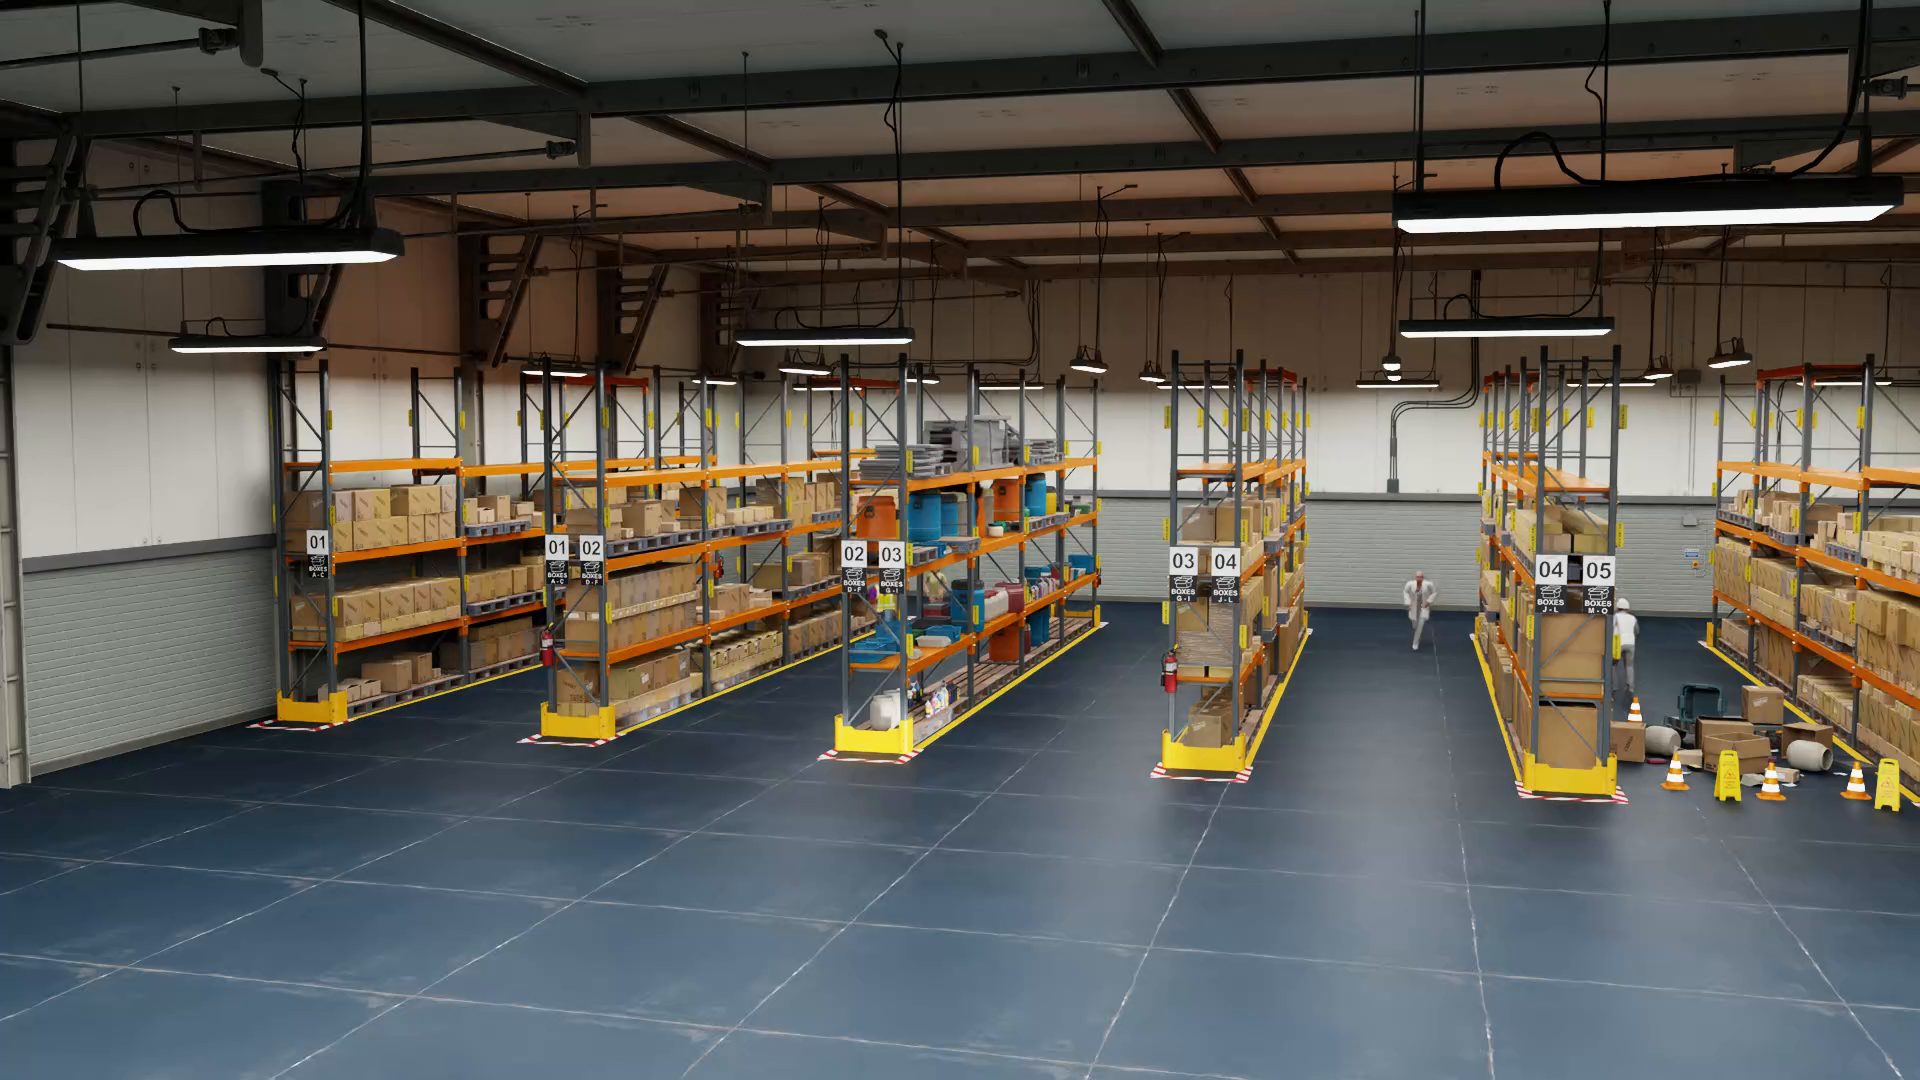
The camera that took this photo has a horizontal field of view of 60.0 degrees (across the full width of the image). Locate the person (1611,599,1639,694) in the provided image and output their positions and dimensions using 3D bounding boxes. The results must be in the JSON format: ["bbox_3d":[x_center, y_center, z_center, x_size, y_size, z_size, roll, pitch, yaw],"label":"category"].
[{"bbox_3d":[12.061,1.956,30.271,0.651,1.747,0.976,1,4,9],"label":"person"}]

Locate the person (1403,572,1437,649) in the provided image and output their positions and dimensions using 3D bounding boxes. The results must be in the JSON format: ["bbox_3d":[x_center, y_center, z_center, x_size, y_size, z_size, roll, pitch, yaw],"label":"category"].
[{"bbox_3d":[10.146,1.531,36.711,0.711,1.728,0.890,1,4,14],"label":"person"}]

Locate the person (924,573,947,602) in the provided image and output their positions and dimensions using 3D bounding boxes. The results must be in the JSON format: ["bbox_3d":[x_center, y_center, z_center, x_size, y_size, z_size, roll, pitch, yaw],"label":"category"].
[{"bbox_3d":[-0.577,1.469,39.487,0.549,1.398,0.699,0,4,5],"label":"person"}]

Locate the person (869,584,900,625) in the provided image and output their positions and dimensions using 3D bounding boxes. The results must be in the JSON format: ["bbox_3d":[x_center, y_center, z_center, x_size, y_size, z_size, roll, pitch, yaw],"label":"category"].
[{"bbox_3d":[-1.611,1.529,35.530,0.665,1.726,0.831,1,4,10],"label":"person"}]
